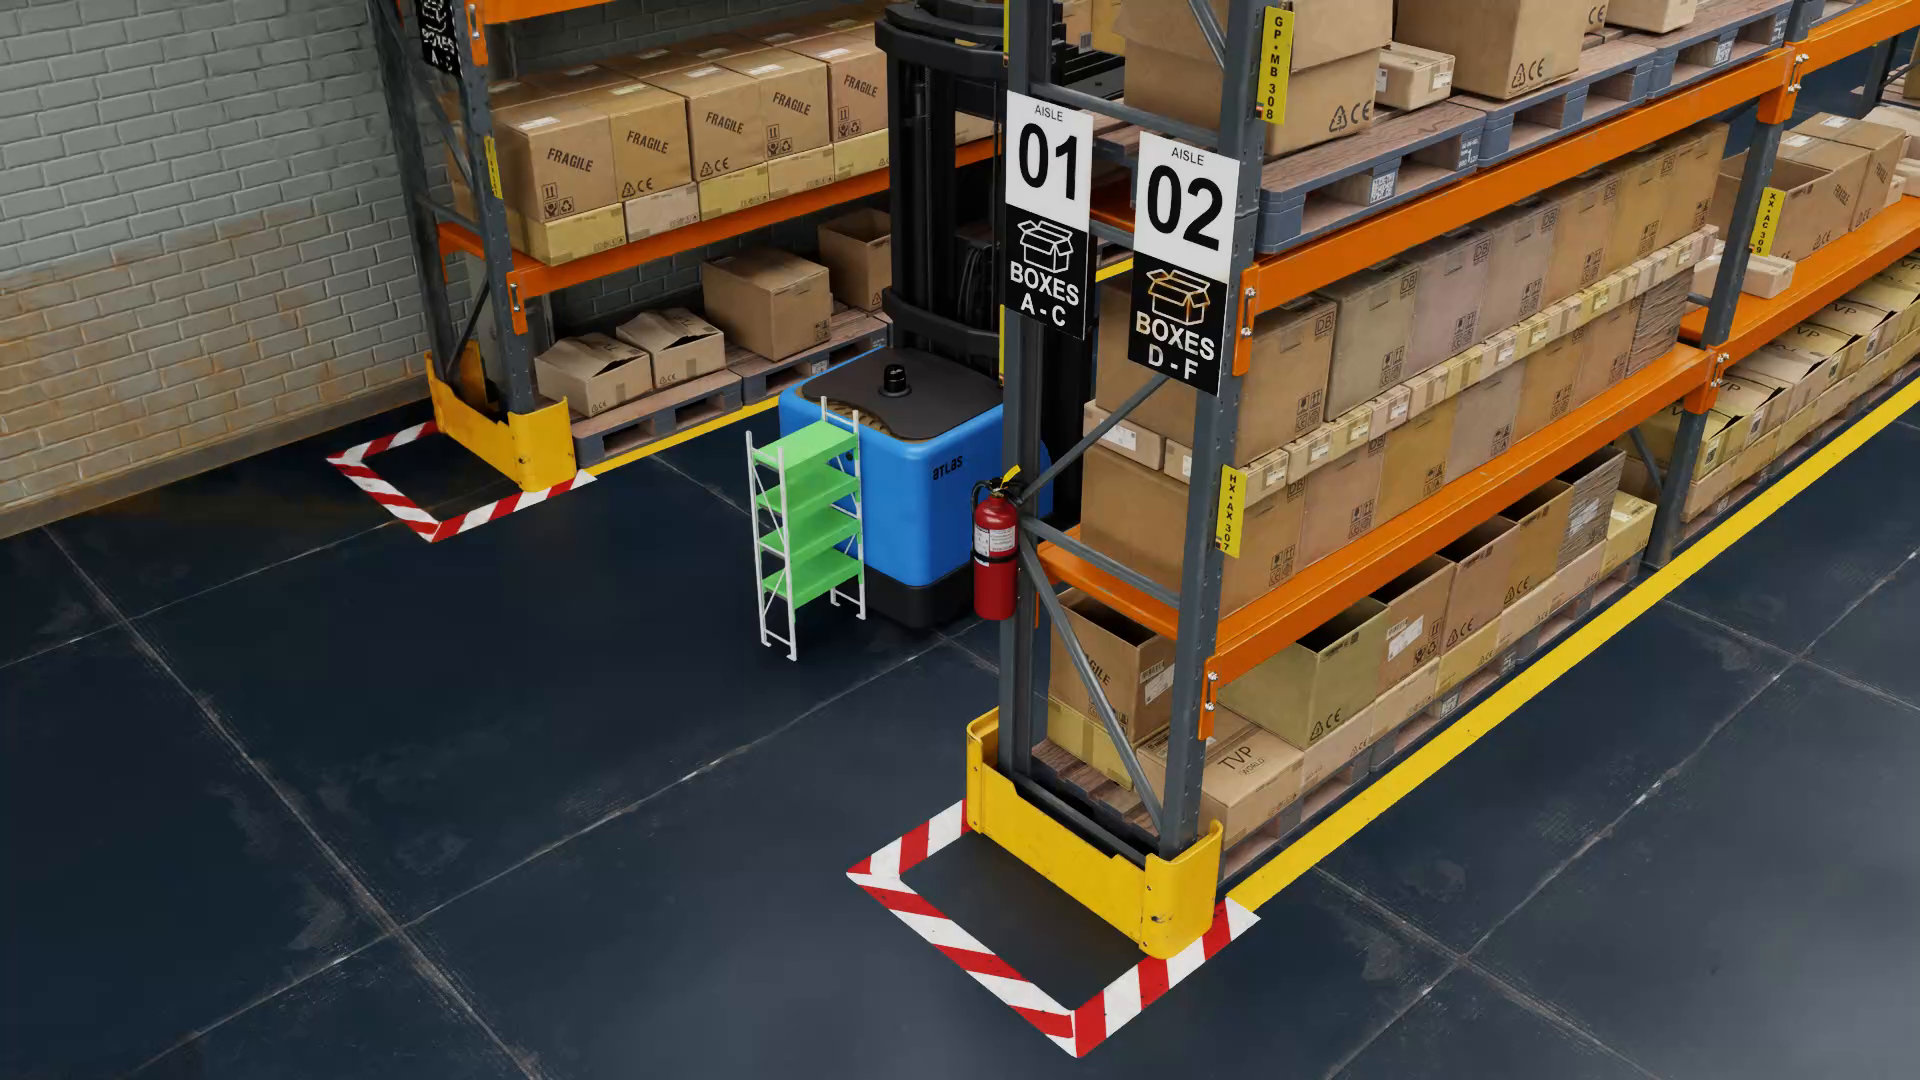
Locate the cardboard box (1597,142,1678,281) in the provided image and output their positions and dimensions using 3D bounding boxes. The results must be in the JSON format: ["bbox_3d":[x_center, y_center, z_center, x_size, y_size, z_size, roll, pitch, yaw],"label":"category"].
[{"bbox_3d":[2.785,-1.582,7.622,0.500,0.500,0.700,-26,40,-36],"label":"cardboard box"}]

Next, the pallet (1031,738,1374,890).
[{"bbox_3d":[1.075,0.996,7.419,1.213,0.211,1.003,-26,40,-35],"label":"pallet"}]

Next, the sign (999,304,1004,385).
[{"bbox_3d":[0.184,-0.714,6.205,0.005,0.325,0.100,-26,40,-35],"label":"sign"}]

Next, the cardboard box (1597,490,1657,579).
[{"bbox_3d":[3.284,-0.083,8.744,0.500,0.250,0.500,-26,40,-35],"label":"cardboard box"}]

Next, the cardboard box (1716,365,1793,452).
[{"bbox_3d":[4.319,-0.797,9.374,0.500,0.311,0.500,-26,40,-36],"label":"cardboard box"}]

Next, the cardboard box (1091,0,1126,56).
[{"bbox_3d":[0.916,-3.812,12.092,0.500,0.500,0.700,-21,37,-31],"label":"cardboard box"}]

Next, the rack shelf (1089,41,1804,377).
[{"bbox_3d":[2.009,-1.589,6.787,4.000,0.370,1.077,-26,40,-35],"label":"rack shelf"}]

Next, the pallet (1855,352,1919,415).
[{"bbox_3d":[5.779,-1.277,11.137,1.213,0.211,1.003,-26,40,-35],"label":"pallet"}]

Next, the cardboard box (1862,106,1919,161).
[{"bbox_3d":[6.113,-2.594,10.702,0.500,0.311,0.500,-23,38,-33],"label":"cardboard box"}]

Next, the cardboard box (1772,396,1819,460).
[{"bbox_3d":[4.694,-0.745,9.827,0.500,0.250,0.500,-27,41,-37],"label":"cardboard box"}]

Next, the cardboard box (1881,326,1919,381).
[{"bbox_3d":[5.814,-1.286,10.711,0.500,0.250,0.500,-26,40,-36],"label":"cardboard box"}]

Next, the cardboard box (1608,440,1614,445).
[{"bbox_3d":[3.578,-0.824,9.418,0.500,0.311,0.500,-26,40,-35],"label":"cardboard box"}]

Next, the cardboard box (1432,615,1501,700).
[{"bbox_3d":[2.188,0.451,7.870,0.500,0.250,0.500,-26,40,-35],"label":"cardboard box"}]

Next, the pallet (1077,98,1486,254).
[{"bbox_3d":[1.079,-1.389,5.856,1.213,0.211,1.003,-26,40,-35],"label":"pallet"}]

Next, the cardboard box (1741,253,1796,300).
[{"bbox_3d":[4.265,-1.454,8.994,0.250,0.149,0.380,-26,40,-35],"label":"cardboard box"}]

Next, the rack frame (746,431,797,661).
[{"bbox_3d":[-0.907,0.045,8.026,0.240,1.200,0.015,25,39,35],"label":"rack frame"}]

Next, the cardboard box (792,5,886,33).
[{"bbox_3d":[-0.763,-3.215,11.037,0.500,0.500,0.500,-26,40,-36],"label":"cardboard box"}]

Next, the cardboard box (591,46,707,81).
[{"bbox_3d":[-1.875,-2.673,10.152,0.500,0.500,0.500,-27,41,-37],"label":"cardboard box"}]

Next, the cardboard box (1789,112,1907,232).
[{"bbox_3d":[5.190,-2.185,9.853,0.500,0.500,0.500,27,40,36],"label":"cardboard box"}]

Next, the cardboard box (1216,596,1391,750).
[{"bbox_3d":[1.453,0.484,7.097,0.500,0.500,0.500,-26,40,-35],"label":"cardboard box"}]

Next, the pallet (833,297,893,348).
[{"bbox_3d":[-0.363,-1.778,11.955,1.213,0.211,1.003,-26,40,-35],"label":"pallet"}]

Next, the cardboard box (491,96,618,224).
[{"bbox_3d":[-2.274,-2.119,9.246,0.500,0.500,0.500,-26,40,-35],"label":"cardboard box"}]

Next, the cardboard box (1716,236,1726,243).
[{"bbox_3d":[3.996,-1.650,9.202,0.258,0.266,0.396,-27,40,-37],"label":"cardboard box"}]

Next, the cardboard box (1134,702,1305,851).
[{"bbox_3d":[1.087,0.982,7.001,0.500,0.250,0.500,-26,40,-35],"label":"cardboard box"}]

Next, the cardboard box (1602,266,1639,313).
[{"bbox_3d":[2.857,-1.192,7.606,0.250,0.149,0.380,-26,40,-36],"label":"cardboard box"}]

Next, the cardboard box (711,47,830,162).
[{"bbox_3d":[-1.151,-2.659,10.129,0.500,0.500,0.500,-24,39,-34],"label":"cardboard box"}]

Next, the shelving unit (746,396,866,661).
[{"bbox_3d":[-0.744,-0.049,8.181,0.258,1.200,0.503,25,39,35],"label":"shelving unit"}]

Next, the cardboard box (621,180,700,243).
[{"bbox_3d":[-1.883,-1.986,9.747,0.500,0.250,0.500,-27,41,-37],"label":"cardboard box"}]

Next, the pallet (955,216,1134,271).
[{"bbox_3d":[0.675,-2.306,12.819,1.213,0.211,1.003,-26,40,-35],"label":"pallet"}]

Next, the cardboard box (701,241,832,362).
[{"bbox_3d":[-1.270,-1.576,10.926,0.700,0.500,0.500,26,40,36],"label":"cardboard box"}]

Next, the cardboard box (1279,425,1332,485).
[{"bbox_3d":[1.169,-0.377,6.274,0.250,0.149,0.380,-27,41,-37],"label":"cardboard box"}]

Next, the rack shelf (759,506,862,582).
[{"bbox_3d":[-0.744,0.005,8.214,0.258,0.148,0.480,25,39,35],"label":"rack shelf"}]

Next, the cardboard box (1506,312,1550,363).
[{"bbox_3d":[2.297,-0.921,7.163,0.250,0.149,0.380,-24,39,-34],"label":"cardboard box"}]

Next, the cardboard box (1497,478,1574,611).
[{"bbox_3d":[2.546,-0.052,7.973,0.500,0.500,0.500,-26,40,-35],"label":"cardboard box"}]

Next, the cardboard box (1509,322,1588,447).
[{"bbox_3d":[2.402,-0.842,7.656,0.500,0.500,0.700,-25,39,-35],"label":"cardboard box"}]

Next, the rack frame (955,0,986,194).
[{"bbox_3d":[0.105,-3.219,11.639,0.127,3.000,1.000,-26,40,-35],"label":"rack frame"}]

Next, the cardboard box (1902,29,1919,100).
[{"bbox_3d":[6.794,-3.232,11.162,0.700,0.500,0.500,15,35,23],"label":"cardboard box"}]

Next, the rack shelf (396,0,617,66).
[{"bbox_3d":[-1.361,-3.482,9.884,4.000,0.370,1.077,-26,40,-35],"label":"rack shelf"}]

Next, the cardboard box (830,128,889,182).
[{"bbox_3d":[-0.765,-2.522,10.623,0.500,0.250,0.500,-26,40,-36],"label":"cardboard box"}]

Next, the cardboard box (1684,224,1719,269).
[{"bbox_3d":[3.422,-1.466,8.055,0.250,0.149,0.380,-26,40,-35],"label":"cardboard box"}]

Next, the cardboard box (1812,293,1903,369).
[{"bbox_3d":[5.444,-1.345,10.269,0.500,0.311,0.500,-26,40,-36],"label":"cardboard box"}]

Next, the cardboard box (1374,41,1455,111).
[{"bbox_3d":[1.525,-1.668,5.931,0.250,0.149,0.380,-26,40,-35],"label":"cardboard box"}]

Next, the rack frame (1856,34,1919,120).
[{"bbox_3d":[6.409,-2.744,10.862,0.127,3.000,1.000,-26,40,-35],"label":"rack frame"}]

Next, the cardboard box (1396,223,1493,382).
[{"bbox_3d":[1.684,-1.050,6.752,0.500,0.500,0.700,-26,40,-35],"label":"cardboard box"}]

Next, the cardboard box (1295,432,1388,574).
[{"bbox_3d":[1.276,-0.298,6.766,0.500,0.500,0.700,-25,39,-34],"label":"cardboard box"}]

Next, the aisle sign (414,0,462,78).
[{"bbox_3d":[-2.677,-2.769,8.411,0.004,0.787,0.394,-26,40,-35],"label":"aisle sign"}]

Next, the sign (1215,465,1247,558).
[{"bbox_3d":[0.916,-0.095,5.625,0.005,0.325,0.100,-26,40,-35],"label":"sign"}]

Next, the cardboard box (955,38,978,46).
[{"bbox_3d":[-0.031,-3.197,11.009,0.500,0.500,0.500,-26,40,-36],"label":"cardboard box"}]

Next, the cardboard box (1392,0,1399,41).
[{"bbox_3d":[1.616,-2.094,6.472,0.500,0.311,0.500,-21,37,-30],"label":"cardboard box"}]

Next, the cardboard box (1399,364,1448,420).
[{"bbox_3d":[1.733,-0.649,6.719,0.250,0.149,0.380,-27,41,-37],"label":"cardboard box"}]

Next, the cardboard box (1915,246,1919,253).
[{"bbox_3d":[6.937,-1.917,11.485,0.500,0.500,0.500,-24,39,-34],"label":"cardboard box"}]

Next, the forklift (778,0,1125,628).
[{"bbox_3d":[0.418,-1.494,8.883,1.130,2.935,3.031,25,39,35],"label":"forklift"}]

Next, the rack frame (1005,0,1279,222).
[{"bbox_3d":[0.543,-2.466,4.657,0.127,3.000,1.000,-26,40,-35],"label":"rack frame"}]

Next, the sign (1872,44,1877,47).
[{"bbox_3d":[6.033,-3.409,10.915,0.005,0.325,0.100,-26,40,-35],"label":"sign"}]
